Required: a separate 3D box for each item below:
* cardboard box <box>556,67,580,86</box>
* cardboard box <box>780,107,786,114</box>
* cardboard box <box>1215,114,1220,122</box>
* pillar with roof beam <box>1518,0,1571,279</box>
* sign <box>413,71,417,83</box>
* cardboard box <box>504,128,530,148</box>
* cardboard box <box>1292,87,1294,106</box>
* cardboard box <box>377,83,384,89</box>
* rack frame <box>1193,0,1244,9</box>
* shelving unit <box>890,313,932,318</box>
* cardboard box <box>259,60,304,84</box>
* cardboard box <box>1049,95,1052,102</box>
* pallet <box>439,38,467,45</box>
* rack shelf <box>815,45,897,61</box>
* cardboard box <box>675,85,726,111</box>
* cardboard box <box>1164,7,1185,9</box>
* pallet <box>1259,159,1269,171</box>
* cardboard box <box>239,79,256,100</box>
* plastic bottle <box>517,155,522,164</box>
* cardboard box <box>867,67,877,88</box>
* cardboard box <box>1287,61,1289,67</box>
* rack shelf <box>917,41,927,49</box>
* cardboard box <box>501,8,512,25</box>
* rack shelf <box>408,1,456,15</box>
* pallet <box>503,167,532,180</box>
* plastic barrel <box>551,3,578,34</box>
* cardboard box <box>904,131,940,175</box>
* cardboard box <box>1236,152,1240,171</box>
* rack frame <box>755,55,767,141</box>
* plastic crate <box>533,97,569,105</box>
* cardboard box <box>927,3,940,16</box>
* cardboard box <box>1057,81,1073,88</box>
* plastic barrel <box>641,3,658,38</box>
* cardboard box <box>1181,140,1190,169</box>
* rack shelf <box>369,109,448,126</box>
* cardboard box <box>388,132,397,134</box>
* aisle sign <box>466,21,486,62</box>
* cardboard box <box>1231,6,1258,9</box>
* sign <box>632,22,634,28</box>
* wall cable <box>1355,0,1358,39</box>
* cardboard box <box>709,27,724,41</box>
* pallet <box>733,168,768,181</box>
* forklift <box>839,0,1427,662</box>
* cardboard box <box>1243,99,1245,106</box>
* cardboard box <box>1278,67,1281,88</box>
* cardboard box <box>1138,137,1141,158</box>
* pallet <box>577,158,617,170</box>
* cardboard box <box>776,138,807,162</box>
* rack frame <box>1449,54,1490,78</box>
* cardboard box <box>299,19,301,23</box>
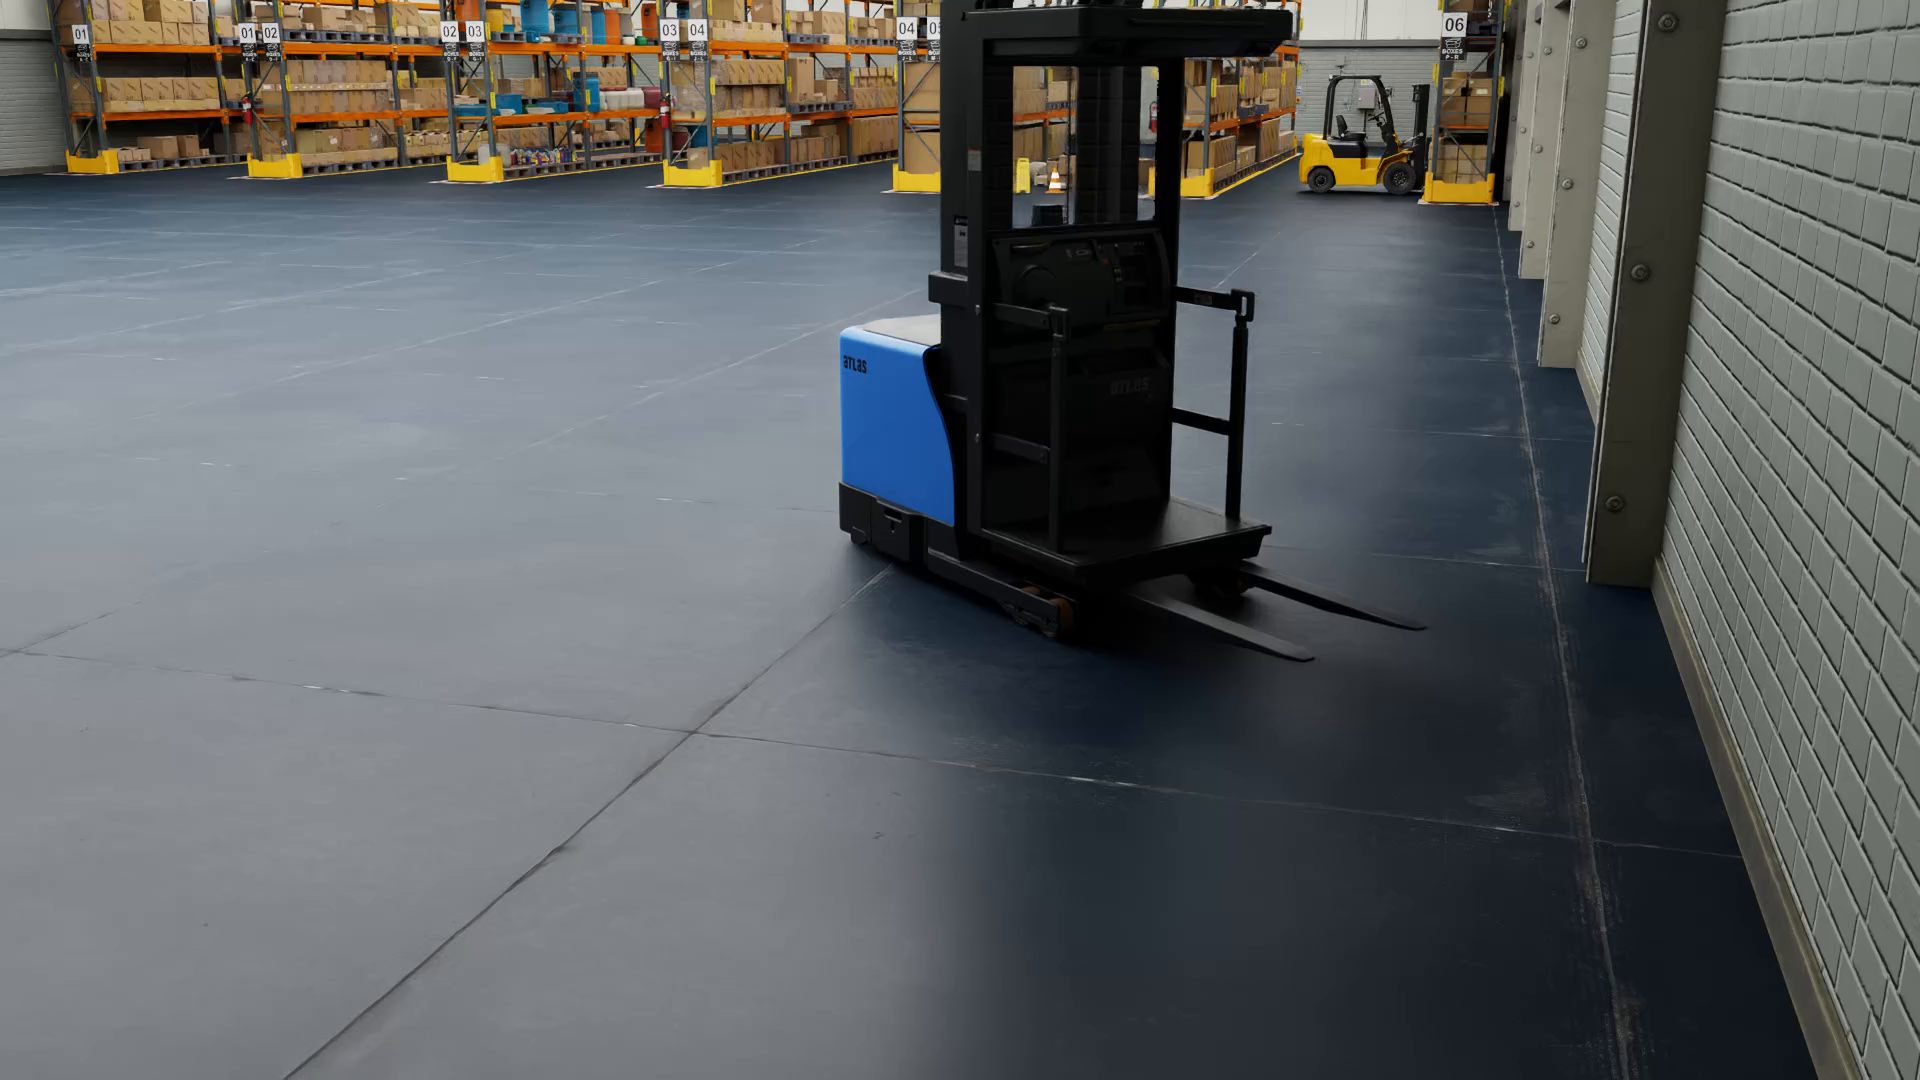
[{"bbox_3d":[-11.102,-13.145,47.160,0.500,0.500,0.500,5,17,17],"label":"cardboard box"},{"bbox_3d":[-4.062,-9.452,36.617,0.380,0.149,0.250,5,16,16],"label":"cardboard box"},{"bbox_3d":[4.704,-7.982,31.434,0.380,0.149,0.250,5,17,17],"label":"cardboard box"},{"bbox_3d":[2.366,-7.646,18.794,9.100,9.000,0.400,5,16,16],"label":"pillar with roof beam"},{"bbox_3d":[-15.734,-13.377,48.017,0.100,0.325,0.005,5,16,16],"label":"sign"},{"bbox_3d":[-11.949,-10.842,44.831,0.500,0.500,0.500,4,16,15],"label":"cardboard box"},{"bbox_3d":[8.588,-11.794,44.231,0.500,0.500,0.500,4,16,15],"label":"cardboard box"},{"bbox_3d":[-13.724,-10.629,38.934,0.380,0.149,0.250,4,16,15],"label":"cardboard box"},{"bbox_3d":[5.219,-11.770,33.333,1.000,3.000,0.127,5,16,16],"label":"rack frame"},{"bbox_3d":[-0.200,-0.630,8.628,0.252,1.050,0.215,-11,19,-33],"label":"shelving unit"},{"bbox_3d":[-14.756,-10.182,36.169,0.700,0.500,0.500,5,16,16],"label":"cardboard box"},{"bbox_3d":[1.978,-10.540,39.683,0.380,0.149,0.250,5,17,19],"label":"cardboard box"},{"bbox_3d":[-12.750,-12.635,42.229,1.213,0.211,1.003,5,17,18],"label":"pallet"},{"bbox_3d":[-2.578,-12.319,42.084,1.077,0.370,4.000,5,16,16],"label":"rack shelf"},{"bbox_3d":[-5.237,-8.938,33.617,0.875,0.500,0.500,5,16,16],"label":"cardboard box"},{"bbox_3d":[3.895,-9.654,30.371,0.380,0.149,0.250,5,17,16],"label":"cardboard box"},{"bbox_3d":[6.652,-8.789,38.929,1.003,0.211,1.213,5,16,16],"label":"pallet"},{"bbox_3d":[-18.187,-11.340,41.824,0.700,0.500,0.500,6,17,22],"label":"cardboard box"},{"bbox_3d":[-9.804,-8.465,36.998,0.097,0.201,0.097,0,16,0],"label":"plastic bottle"},{"bbox_3d":[-2.551,-11.765,42.291,0.797,0.503,0.637,5,17,18],"label":"cardboard box"},{"bbox_3d":[8.281,-12.277,42.912,0.380,0.149,0.250,5,16,16],"label":"cardboard box"},{"bbox_3d":[-0.124,-9.815,33.256,1.077,0.370,4.000,5,16,16],"label":"rack shelf"},{"bbox_3d":[-12.223,-13.820,44.045,0.500,0.500,0.500,5,16,16],"label":"cardboard box"},{"bbox_3d":[-15.688,-15.768,49.482,1.077,0.370,4.000,5,16,16],"label":"rack shelf"},{"bbox_3d":[-9.956,-7.884,35.737,1.003,0.211,1.213,5,16,16],"label":"pallet"},{"bbox_3d":[-9.095,-11.870,38.266,0.600,0.901,0.708,5,16,16],"label":"plastic barrel"},{"bbox_3d":[-0.563,-7.557,32.599,0.875,0.875,0.875,5,17,16],"label":"cardboard box"},{"bbox_3d":[5.365,-7.959,34.938,0.950,0.372,0.625,5,17,17],"label":"cardboard box"},{"bbox_3d":[-5.621,-13.175,49.284,1.000,3.000,0.127,5,16,16],"label":"rack frame"},{"bbox_3d":[-9.302,-9.879,37.776,0.767,0.338,0.504,5,16,16],"label":"plastic crate"},{"bbox_3d":[-0.310,-10.065,31.597,0.500,0.250,0.500,5,16,16],"label":"cardboard box"},{"bbox_3d":[2.640,-11.443,41.777,0.380,0.149,0.250,4,16,14],"label":"cardboard box"},{"bbox_3d":[-7.731,-13.083,41.903,0.600,0.830,0.708,5,16,16],"label":"plastic barrel"},{"bbox_3d":[4.060,-7.307,31.488,0.500,0.500,0.500,5,17,16],"label":"cardboard box"},{"bbox_3d":[-13.211,-10.598,41.516,1.077,0.370,4.000,5,16,16],"label":"rack shelf"},{"bbox_3d":[-13.798,-9.835,40.748,0.500,0.311,0.500,5,17,17],"label":"cardboard box"},{"bbox_3d":[-9.908,-10.199,34.025,0.394,0.787,0.004,5,16,16],"label":"aisle sign"},{"bbox_3d":[5.901,-10.950,34.529,0.500,0.250,0.500,4,16,15],"label":"cardboard box"},{"bbox_3d":[-9.843,-15.381,49.941,0.100,0.325,0.005,5,16,16],"label":"sign"},{"bbox_3d":[10.696,-16.360,49.518,2.355,3.000,0.029,5,16,16],"label":"wall cable"},{"bbox_3d":[-5.035,-10.082,33.157,0.500,0.250,0.500,5,17,18],"label":"cardboard box"},{"bbox_3d":[-4.785,-7.812,35.484,1.003,0.211,1.213,5,16,16],"label":"pallet"},{"bbox_3d":[0.651,-1.152,7.021,1.130,2.935,3.031,-11,19,-33],"label":"forklift"},{"bbox_3d":[5.758,-9.149,34.780,0.380,0.149,0.250,5,17,17],"label":"cardboard box"},{"bbox_3d":[7.606,-11.369,40.900,0.500,0.500,0.500,5,17,18],"label":"cardboard box"},{"bbox_3d":[3.503,-8.175,34.849,0.500,0.500,0.500,5,16,16],"label":"cardboard box"},{"bbox_3d":[-8.846,-8.903,39.331,1.003,0.211,1.213,5,16,16],"label":"pallet"},{"bbox_3d":[-3.934,-8.943,38.138,0.700,0.500,0.500,5,16,16],"label":"cardboard box"},{"bbox_3d":[12.252,-10.592,40.177,1.000,3.000,0.127,5,16,16],"label":"rack frame"},{"bbox_3d":[-14.842,-11.337,36.553,0.500,0.250,0.500,5,16,16],"label":"cardboard box"}]
